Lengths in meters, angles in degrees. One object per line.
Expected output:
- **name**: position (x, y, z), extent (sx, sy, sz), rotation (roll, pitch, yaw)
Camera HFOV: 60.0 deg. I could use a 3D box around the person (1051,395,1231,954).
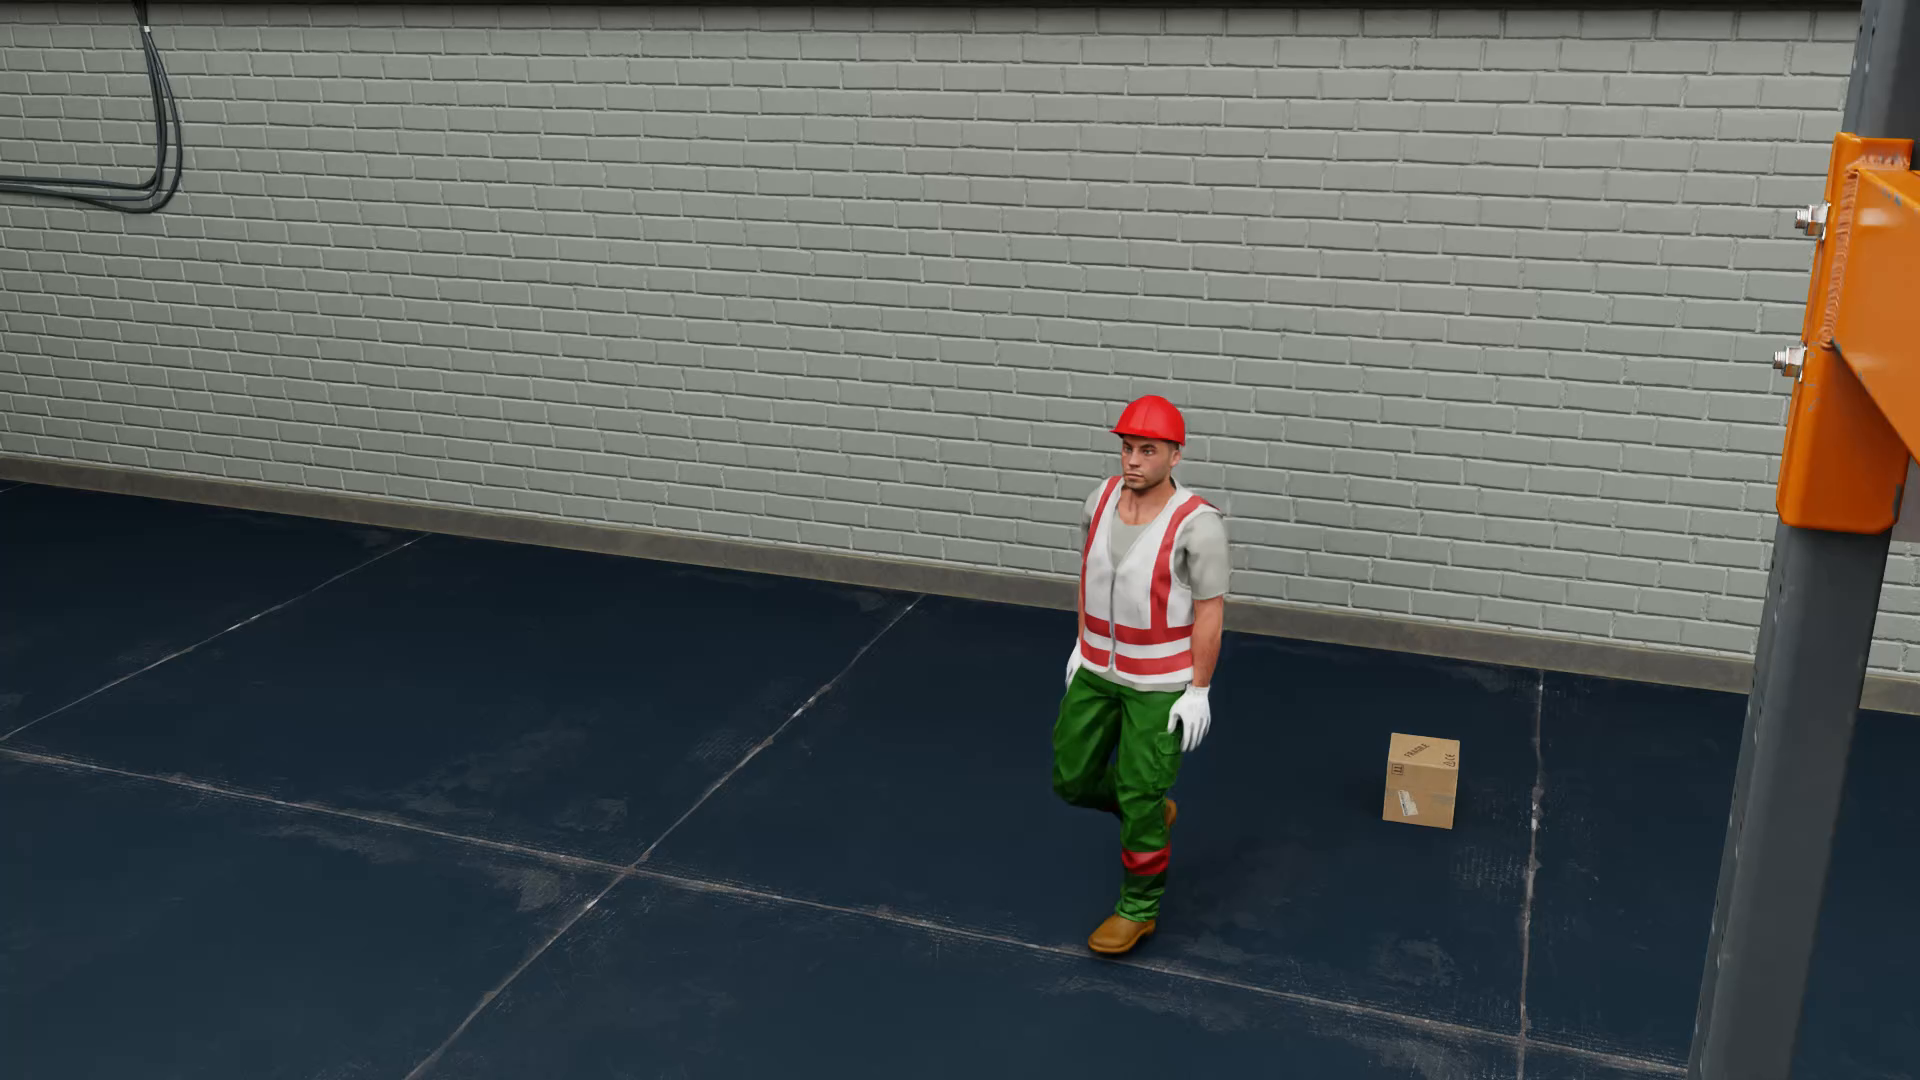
- **person**: position (0.560, 0.412, 5.211), extent (0.574, 1.782, 0.538), rotation (16, 24, 40)
